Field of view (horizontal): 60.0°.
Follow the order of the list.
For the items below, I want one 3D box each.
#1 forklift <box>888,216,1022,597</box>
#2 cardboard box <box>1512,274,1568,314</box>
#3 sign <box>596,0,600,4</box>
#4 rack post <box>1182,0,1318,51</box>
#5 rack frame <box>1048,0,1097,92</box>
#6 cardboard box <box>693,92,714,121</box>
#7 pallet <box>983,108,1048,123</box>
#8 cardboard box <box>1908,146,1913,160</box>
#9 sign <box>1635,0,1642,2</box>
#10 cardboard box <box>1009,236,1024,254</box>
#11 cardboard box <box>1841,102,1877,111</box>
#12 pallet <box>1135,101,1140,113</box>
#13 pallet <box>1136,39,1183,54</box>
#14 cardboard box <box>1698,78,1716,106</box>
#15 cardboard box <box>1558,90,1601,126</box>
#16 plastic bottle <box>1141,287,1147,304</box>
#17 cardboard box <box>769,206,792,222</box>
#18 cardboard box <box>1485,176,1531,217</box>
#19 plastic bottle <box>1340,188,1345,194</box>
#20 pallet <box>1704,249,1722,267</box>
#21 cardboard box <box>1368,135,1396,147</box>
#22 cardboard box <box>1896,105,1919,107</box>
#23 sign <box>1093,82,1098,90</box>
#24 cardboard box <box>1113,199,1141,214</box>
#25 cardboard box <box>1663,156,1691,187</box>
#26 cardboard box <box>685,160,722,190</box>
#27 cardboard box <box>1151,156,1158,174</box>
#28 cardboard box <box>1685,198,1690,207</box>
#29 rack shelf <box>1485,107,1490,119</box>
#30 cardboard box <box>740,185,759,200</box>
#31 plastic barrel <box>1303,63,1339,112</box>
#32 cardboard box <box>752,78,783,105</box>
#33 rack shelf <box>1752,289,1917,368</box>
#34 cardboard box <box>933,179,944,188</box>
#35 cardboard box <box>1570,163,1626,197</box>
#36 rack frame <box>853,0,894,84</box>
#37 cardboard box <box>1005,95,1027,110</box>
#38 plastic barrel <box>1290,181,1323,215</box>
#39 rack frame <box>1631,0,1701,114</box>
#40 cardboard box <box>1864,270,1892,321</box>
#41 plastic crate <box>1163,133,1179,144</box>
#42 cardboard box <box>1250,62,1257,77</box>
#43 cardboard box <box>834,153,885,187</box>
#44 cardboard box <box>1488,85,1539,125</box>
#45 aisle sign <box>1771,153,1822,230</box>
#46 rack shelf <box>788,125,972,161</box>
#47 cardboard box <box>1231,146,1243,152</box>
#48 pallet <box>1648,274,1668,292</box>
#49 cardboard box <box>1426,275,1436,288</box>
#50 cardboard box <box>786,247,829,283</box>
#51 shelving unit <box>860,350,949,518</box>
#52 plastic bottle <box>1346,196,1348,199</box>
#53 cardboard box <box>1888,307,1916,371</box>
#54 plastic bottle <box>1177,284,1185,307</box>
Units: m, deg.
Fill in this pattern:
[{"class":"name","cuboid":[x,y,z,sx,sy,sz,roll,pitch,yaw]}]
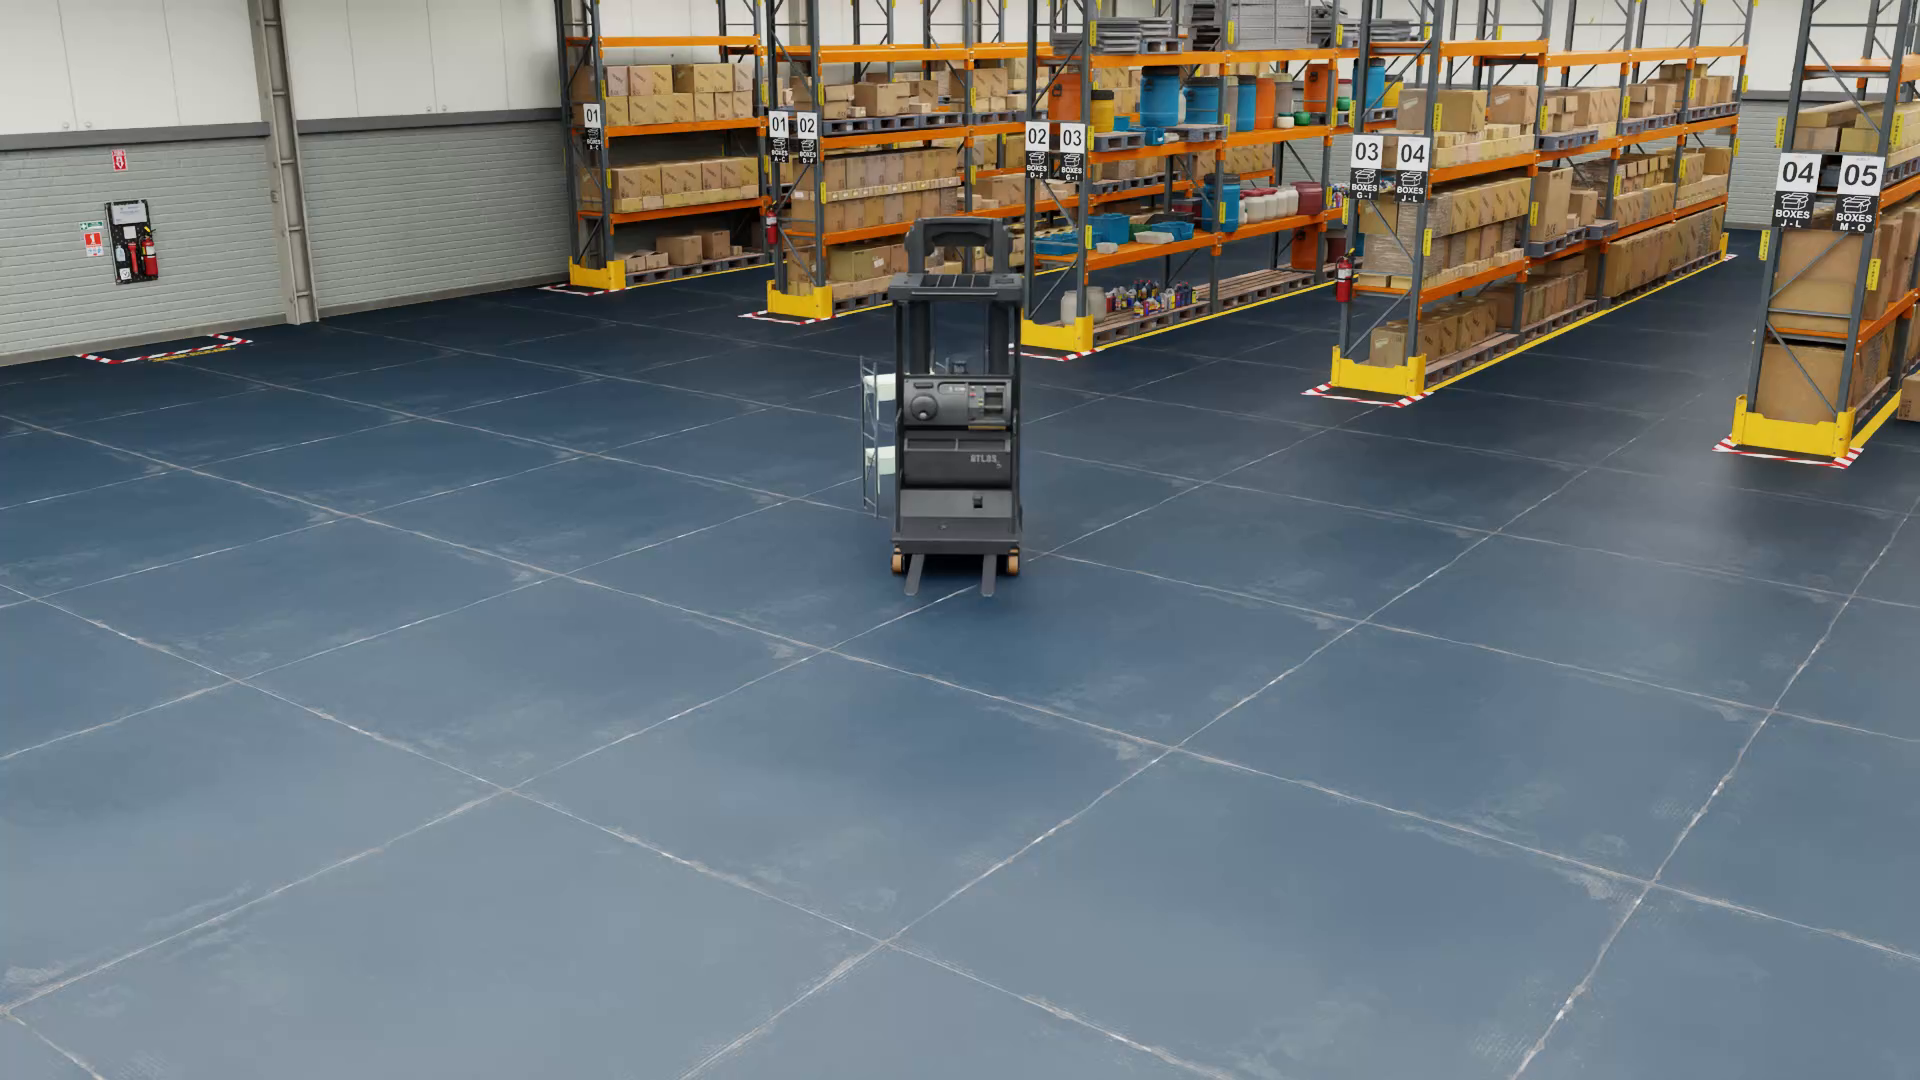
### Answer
[{"class":"forklift","cuboid":[-0.027,-1.198,14.166,1.130,2.935,3.031,1,17,2]},{"class":"cardboard box","cuboid":[9.086,-3.863,26.105,0.700,0.500,0.500,15,23,39]},{"class":"sign","cuboid":[-6.144,-9.254,28.168,0.100,0.325,0.005,12,21,35]},{"class":"rack post","cuboid":[4.865,-8.648,27.587,1.013,1.000,3.121,12,21,35]},{"class":"rack frame","cuboid":[2.168,-9.897,31.947,1.000,3.000,0.127,12,21,35]},{"class":"cardboard box","cuboid":[-4.910,-8.023,30.767,0.500,0.500,0.500,11,21,33]},{"class":"pallet","cuboid":[1.171,-7.930,30.989,1.003,0.211,1.213,14,22,37]},{"class":"cardboard box","cuboid":[10.492,-4.361,18.725,0.380,0.149,0.250,12,21,34]},{"class":"sign","cuboid":[10.563,-8.536,25.855,0.100,0.325,0.005,12,21,35]},{"class":"cardboard box","cuboid":[0.841,-5.531,30.985,0.500,0.311,0.500,12,21,33]},{"class":"cardboard box","cuboid":[10.869,-5.221,20.150,0.380,0.149,0.250,12,21,34]},{"class":"pallet","cuboid":[3.491,-8.937,34.230,1.213,0.211,1.003,12,21,35]},{"class":"pallet","cuboid":[2.565,-7.294,24.557,1.003,0.211,1.213,12,21,35]},{"class":"cardboard box","cuboid":[13.672,-8.386,31.092,0.700,0.500,0.500,14,22,37]},{"class":"cardboard box","cuboid":[9.434,-6.603,25.384,0.500,0.500,0.500,13,21,36]},{"class":"plastic bottle","cuboid":[2.957,-3.935,26.724,0.097,0.271,0.097,0,17,0]},{"class":"cardboard box","cuboid":[-3.511,-6.612,33.693,0.500,0.250,0.500,12,21,34]},{"class":"cardboard box","cuboid":[7.691,-4.839,23.420,0.500,0.500,0.500,12,21,35]},{"class":"plastic bottle","cuboid":[7.367,-6.677,32.030,0.097,0.201,0.097,0,17,0]},{"class":"pallet","cuboid":[14.475,-5.650,33.088,1.003,0.211,1.213,12,21,35]},{"class":"cardboard box","cuboid":[5.270,-5.048,20.970,0.380,0.149,0.250,12,21,35]},{"class":"cardboard box","cuboid":[11.096,-4.984,19.386,0.380,0.149,0.250,13,21,35]},{"class":"sign","cuboid":[2.609,-8.649,31.981,0.100,0.325,0.005,12,21,35]},{"class":"cardboard box","cuboid":[3.471,-7.049,35.099,0.500,0.250,0.500,12,21,35]},{"class":"cardboard box","cuboid":[12.995,-6.731,30.353,0.500,0.500,0.500,12,21,35]},{"class":"cardboard box","cuboid":[-4.831,-6.845,31.188,0.500,0.500,0.500,12,21,33]},{"class":"cardboard box","cuboid":[3.730,-7.985,35.028,0.500,0.500,0.700,-16,23,-42]},{"class":"cardboard box","cuboid":[13.261,-6.250,30.743,0.380,0.149,0.250,13,22,36]},{"class":"rack shelf","cuboid":[9.719,-8.674,34.279,1.077,0.370,4.000,12,21,35]},{"class":"cardboard box","cuboid":[-4.235,-6.725,32.068,0.500,0.250,0.500,12,21,35]},{"class":"plastic barrel","cuboid":[6.484,-8.129,29.878,0.600,0.830,0.708,12,21,35]},{"class":"cardboard box","cuboid":[-3.806,-8.751,32.436,0.500,0.500,0.500,16,24,42]},{"class":"rack shelf","cuboid":[10.470,-2.607,19.802,1.077,0.370,4.000,12,21,35]},{"class":"cardboard box","cuboid":[-0.508,-6.213,28.936,0.380,0.149,0.250,12,21,33]},{"class":"cardboard box","cuboid":[10.570,-5.979,27.585,0.797,0.503,0.637,13,22,37]},{"class":"rack frame","cuboid":[-1.813,-10.772,34.763,1.000,3.000,0.127,12,21,35]},{"class":"cardboard box","cuboid":[0.973,-8.085,30.715,0.500,0.250,0.500,10,20,30]},{"class":"plastic barrel","cuboid":[6.110,-6.057,29.467,0.600,0.536,0.708,12,21,35]},{"class":"rack frame","cuboid":[12.505,-9.098,29.375,1.000,3.000,0.127,12,21,35]},{"class":"cardboard box","cuboid":[10.207,-2.889,19.241,0.875,0.550,0.550,12,21,35]},{"class":"plastic crate","cuboid":[3.129,-6.056,25.080,0.243,0.136,0.396,12,21,35]},{"class":"cardboard box","cuboid":[6.276,-10.666,37.626,0.700,0.500,0.500,12,21,35]},{"class":"cardboard box","cuboid":[-1.670,-6.162,27.678,0.700,0.500,0.500,13,21,35]},{"class":"cardboard box","cuboid":[7.675,-6.037,23.061,0.500,0.500,0.500,12,21,33]},{"class":"aisle sign","cuboid":[8.995,-3.752,17.892,0.394,0.787,0.004,12,21,35]},{"class":"rack shelf","cuboid":[-1.407,-6.692,27.897,1.077,0.370,4.000,12,21,35]},{"class":"cardboard box","cuboid":[5.979,-8.941,37.129,0.500,0.500,0.500,13,22,36]},{"class":"pallet","cuboid":[12.106,-4.705,30.043,1.003,0.211,1.213,12,21,35]},{"class":"cardboard box","cuboid":[5.880,-3.337,21.362,0.380,0.149,0.250,12,21,35]},{"class":"cardboard box","cuboid":[-2.518,-4.552,27.516,0.500,0.500,0.500,12,21,35]},{"class":"shelving unit","cuboid":[-0.527,-1.026,16.020,0.755,1.500,0.431,-7,19,-22]},{"class":"plastic bottle","cuboid":[7.107,-6.272,30.723,0.097,0.201,0.097,0,17,0]},{"class":"cardboard box","cuboid":[11.959,-2.717,22.028,1.050,0.750,0.750,12,21,34]},{"class":"plastic bottle","cuboid":[3.494,-3.898,26.470,0.144,0.351,0.185,11,20,32]}]
